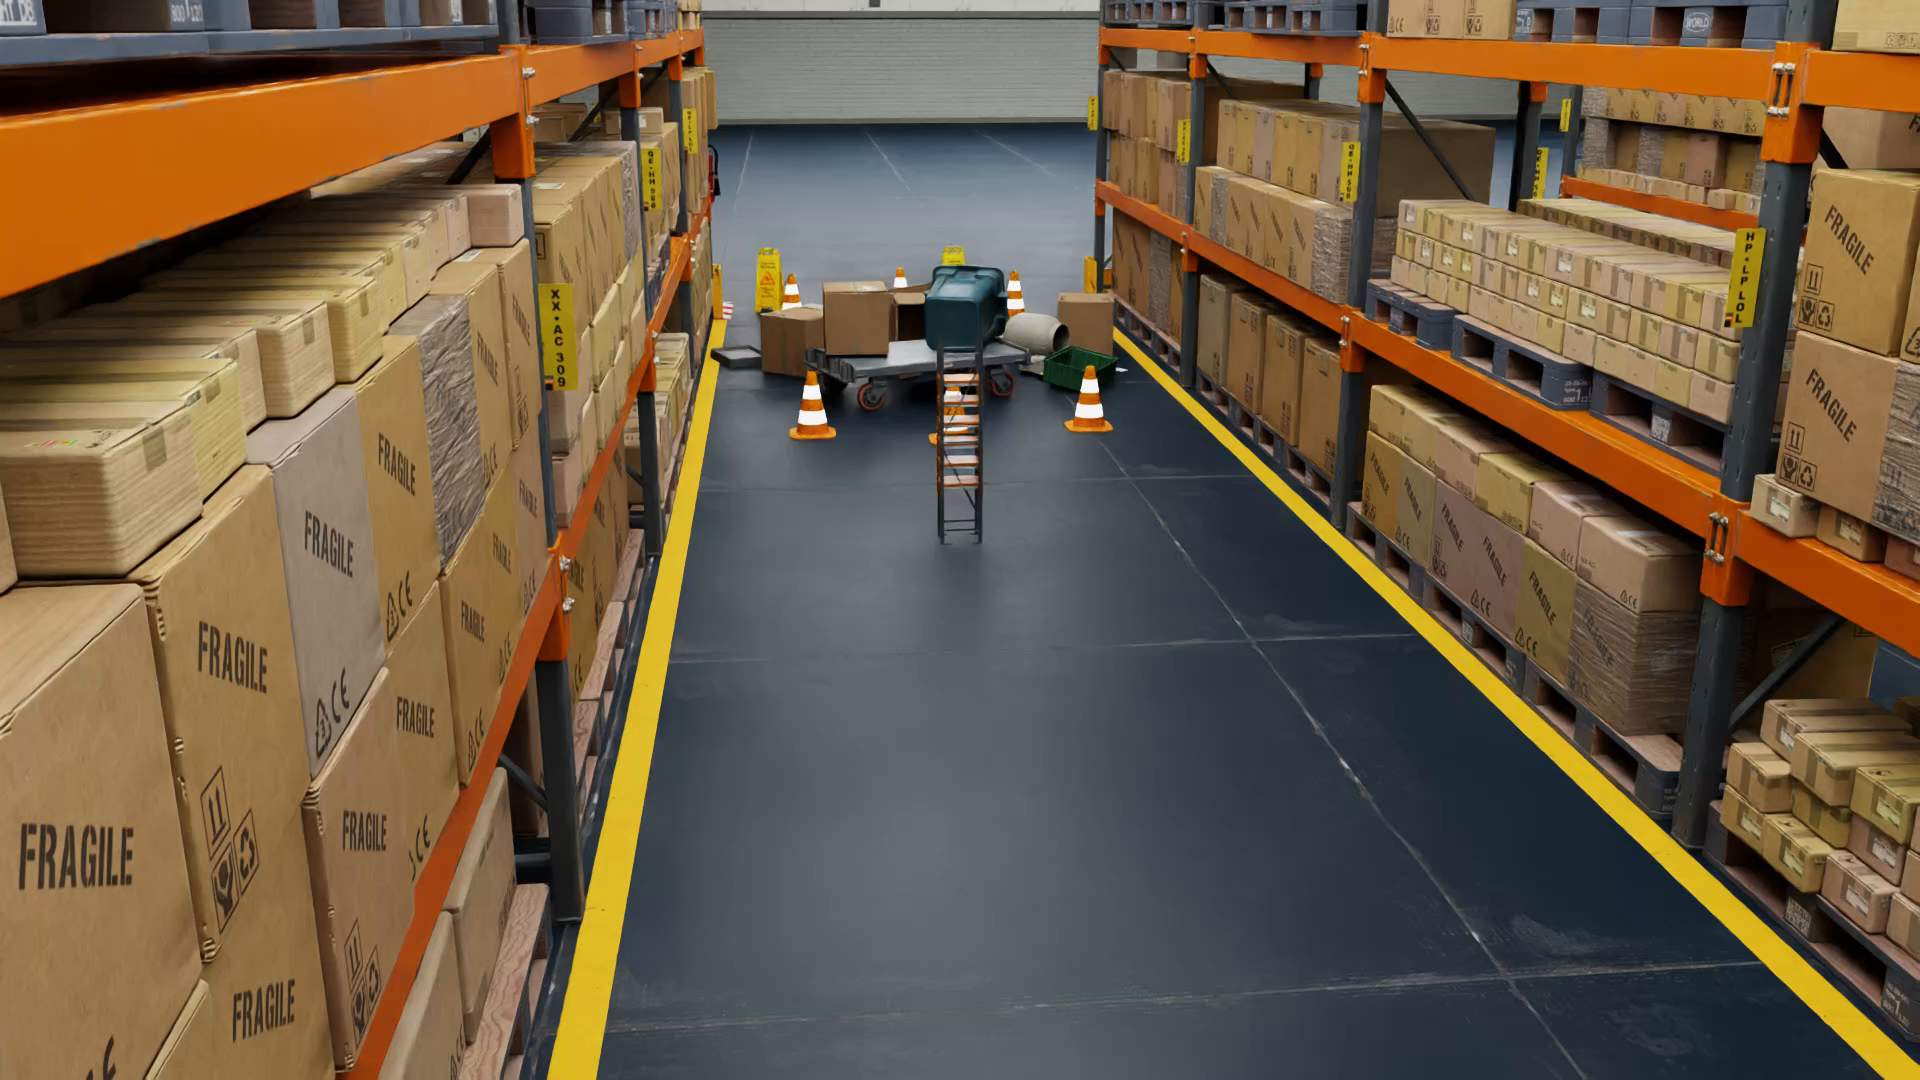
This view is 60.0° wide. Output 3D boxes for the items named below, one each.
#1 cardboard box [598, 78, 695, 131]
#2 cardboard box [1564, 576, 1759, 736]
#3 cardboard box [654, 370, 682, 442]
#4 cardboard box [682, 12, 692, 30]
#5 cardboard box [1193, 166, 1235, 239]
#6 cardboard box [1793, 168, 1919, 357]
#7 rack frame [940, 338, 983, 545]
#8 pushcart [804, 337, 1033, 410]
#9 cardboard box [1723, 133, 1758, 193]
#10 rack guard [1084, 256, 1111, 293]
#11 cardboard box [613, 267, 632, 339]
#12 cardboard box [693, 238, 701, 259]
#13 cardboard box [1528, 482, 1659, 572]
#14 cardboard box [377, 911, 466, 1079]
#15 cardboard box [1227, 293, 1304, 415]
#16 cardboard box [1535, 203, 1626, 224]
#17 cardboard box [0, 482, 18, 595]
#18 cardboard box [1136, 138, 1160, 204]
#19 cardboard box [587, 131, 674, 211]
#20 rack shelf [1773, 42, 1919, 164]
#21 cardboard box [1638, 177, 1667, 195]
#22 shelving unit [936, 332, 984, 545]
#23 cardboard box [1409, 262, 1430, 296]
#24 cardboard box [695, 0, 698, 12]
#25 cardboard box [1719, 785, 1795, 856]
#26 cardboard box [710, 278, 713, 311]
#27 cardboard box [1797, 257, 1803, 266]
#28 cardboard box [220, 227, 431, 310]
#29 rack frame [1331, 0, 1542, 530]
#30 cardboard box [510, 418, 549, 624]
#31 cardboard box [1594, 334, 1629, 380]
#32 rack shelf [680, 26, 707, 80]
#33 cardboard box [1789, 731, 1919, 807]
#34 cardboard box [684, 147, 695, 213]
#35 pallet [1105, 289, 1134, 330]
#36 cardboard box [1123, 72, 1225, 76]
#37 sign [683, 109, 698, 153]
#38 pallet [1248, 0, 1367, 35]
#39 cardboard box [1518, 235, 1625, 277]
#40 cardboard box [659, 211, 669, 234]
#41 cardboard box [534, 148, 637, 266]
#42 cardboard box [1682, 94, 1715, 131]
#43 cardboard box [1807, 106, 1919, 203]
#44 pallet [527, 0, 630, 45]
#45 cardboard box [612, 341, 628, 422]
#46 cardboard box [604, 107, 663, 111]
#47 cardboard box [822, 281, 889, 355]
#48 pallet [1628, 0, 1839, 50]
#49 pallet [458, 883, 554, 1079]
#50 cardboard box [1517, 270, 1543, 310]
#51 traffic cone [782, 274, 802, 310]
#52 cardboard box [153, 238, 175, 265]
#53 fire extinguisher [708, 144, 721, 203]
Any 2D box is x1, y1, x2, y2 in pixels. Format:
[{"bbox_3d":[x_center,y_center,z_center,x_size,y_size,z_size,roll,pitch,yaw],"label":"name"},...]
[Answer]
[{"bbox_3d":[-2.426,-3.335,12.959,0.700,0.500,0.500,-2,18,-6],"label":"cardboard box"},{"bbox_3d":[2.815,0.449,6.710,0.500,0.500,0.500,-2,18,-7],"label":"cardboard box"},{"bbox_3d":[-2.389,-0.900,11.221,0.950,0.372,0.625,-1,17,-4],"label":"cardboard box"},{"bbox_3d":[-2.431,-4.329,13.870,0.380,0.149,0.250,-2,18,-7],"label":"cardboard box"},{"bbox_3d":[2.103,-2.596,12.772,0.500,0.500,0.500,-2,17,-5],"label":"cardboard box"},{"bbox_3d":[2.946,-0.855,5.059,0.500,0.500,0.500,-1,17,-4],"label":"cardboard box"},{"bbox_3d":[0.008,-0.550,9.424,0.240,1.200,0.006,-2,18,-6],"label":"rack frame"},{"bbox_3d":[-0.334,-1.365,13.394,1.648,0.377,0.936,-8,19,-25],"label":"pushcart"},{"bbox_3d":[7.259,-3.312,14.557,0.875,0.500,0.500,-2,18,-6],"label":"cardboard box"},{"bbox_3d":[1.901,-2.720,17.506,1.175,0.500,0.348,-2,18,-6],"label":"rack guard"},{"bbox_3d":[-1.752,-1.065,7.477,0.500,0.250,0.500,-2,18,-7],"label":"cardboard box"},{"bbox_3d":[-2.397,-2.463,14.068,0.380,0.149,0.250,-1,17,-4],"label":"cardboard box"},{"bbox_3d":[2.774,-0.063,7.091,0.500,0.250,0.500,-1,17,-3],"label":"cardboard box"},{"bbox_3d":[-1.721,1.332,4.003,0.875,0.438,0.875,-2,18,-7],"label":"cardboard box"},{"bbox_3d":[2.566,-1.371,12.091,1.050,0.750,0.750,-2,18,-6],"label":"cardboard box"},{"bbox_3d":[3.259,-1.679,8.744,0.380,0.149,0.250,-2,18,-6],"label":"cardboard box"},{"bbox_3d":[-1.218,0.020,1.686,0.380,0.149,0.250,-1,17,-4],"label":"cardboard box"},{"bbox_3d":[2.094,-3.377,15.176,0.875,0.550,0.500,-2,18,-6],"label":"cardboard box"},{"bbox_3d":[-2.221,-2.488,11.231,0.500,0.500,0.500,-1,17,-4],"label":"cardboard box"},{"bbox_3d":[3.348,-0.822,3.481,1.077,0.370,4.000,-2,18,-6],"label":"rack shelf"},{"bbox_3d":[6.698,-3.366,15.812,0.380,0.149,0.250,-2,18,-6],"label":"cardboard box"},{"bbox_3d":[-0.002,-0.577,9.511,0.258,1.200,0.189,-2,18,-6],"label":"shelving unit"},{"bbox_3d":[2.602,-1.383,8.792,0.380,0.149,0.250,-1,17,-3],"label":"cardboard box"},{"bbox_3d":[-2.579,-4.775,14.626,0.500,0.250,0.500,-1,17,-4],"label":"cardboard box"},{"bbox_3d":[2.860,0.948,5.708,0.380,0.149,0.250,-3,18,-8],"label":"cardboard box"},{"bbox_3d":[-2.656,-2.371,16.111,0.500,0.250,0.500,-2,18,-6],"label":"cardboard box"},{"bbox_3d":[3.477,-1.060,6.770,0.380,0.149,0.250,-2,18,-6],"label":"cardboard box"},{"bbox_3d":[-1.382,-0.595,3.644,0.380,0.149,0.250,-2,18,-6],"label":"cardboard box"},{"bbox_3d":[2.729,-1.522,9.517,1.000,3.000,0.127,-2,18,-6],"label":"rack frame"},{"bbox_3d":[-1.469,-0.065,4.708,0.500,0.500,0.500,-2,18,-5],"label":"cardboard box"},{"bbox_3d":[2.827,-0.749,6.774,0.380,0.149,0.250,-3,18,-8],"label":"cardboard box"},{"bbox_3d":[-2.803,-4.214,14.286,1.077,0.370,4.000,-2,18,-6],"label":"rack shelf"},{"bbox_3d":[2.941,0.739,5.381,0.380,0.149,0.250,-1,17,-3],"label":"cardboard box"},{"bbox_3d":[-2.365,-2.860,13.115,0.500,0.500,0.500,-2,18,-6],"label":"cardboard box"},{"bbox_3d":[2.064,-2.339,16.775,1.003,0.211,1.213,-2,18,-6],"label":"pallet"},{"bbox_3d":[2.052,-4.219,16.056,0.875,0.550,0.550,-2,18,-6],"label":"cardboard box"},{"bbox_3d":[-2.045,-3.101,12.614,0.100,0.325,0.005,-2,18,-6],"label":"sign"},{"bbox_3d":[2.492,-3.386,10.763,1.003,0.211,1.213,-1,17,-3],"label":"pallet"},{"bbox_3d":[2.743,-1.277,7.461,0.380,0.149,0.250,-2,18,-6],"label":"cardboard box"},{"bbox_3d":[-2.178,-2.162,11.274,0.380,0.149,0.250,-2,18,-6],"label":"cardboard box"},{"bbox_3d":[-1.809,-1.565,7.818,0.500,0.500,0.500,-1,17,-5],"label":"cardboard box"},{"bbox_3d":[6.837,-3.927,14.845,0.500,0.500,0.500,-2,18,-6],"label":"cardboard box"},{"bbox_3d":[7.203,-3.082,12.784,1.000,1.000,1.000,-2,18,-5],"label":"cardboard box"},{"bbox_3d":[-1.947,-2.157,6.846,1.003,0.211,1.213,-1,17,-3],"label":"pallet"},{"bbox_3d":[-1.689,-0.671,7.058,0.500,0.250,0.500,-2,18,-7],"label":"cardboard box"},{"bbox_3d":[-2.240,-2.895,11.442,0.380,0.149,0.250,-2,18,-7],"label":"cardboard box"},{"bbox_3d":[-0.829,-1.763,13.194,0.500,0.500,0.500,-2,18,-6],"label":"cardboard box"},{"bbox_3d":[3.184,-1.859,5.896,1.213,0.211,1.003,-2,18,-6],"label":"pallet"},{"bbox_3d":[-1.771,1.412,4.826,1.003,0.211,1.213,-2,18,-6],"label":"pallet"},{"bbox_3d":[2.745,-1.130,7.491,0.380,0.149,0.250,-1,17,-4],"label":"cardboard box"},{"bbox_3d":[-1.682,-2.424,16.625,0.336,0.463,0.334,-2,18,-6],"label":"traffic cone"},{"bbox_3d":[-1.923,-0.573,3.574,0.380,0.149,0.250,-2,18,-7],"label":"cardboard box"},{"bbox_3d":[-2.563,-3.734,16.691,0.296,0.674,0.183,-2,18,-6],"label":"fire extinguisher"}]
